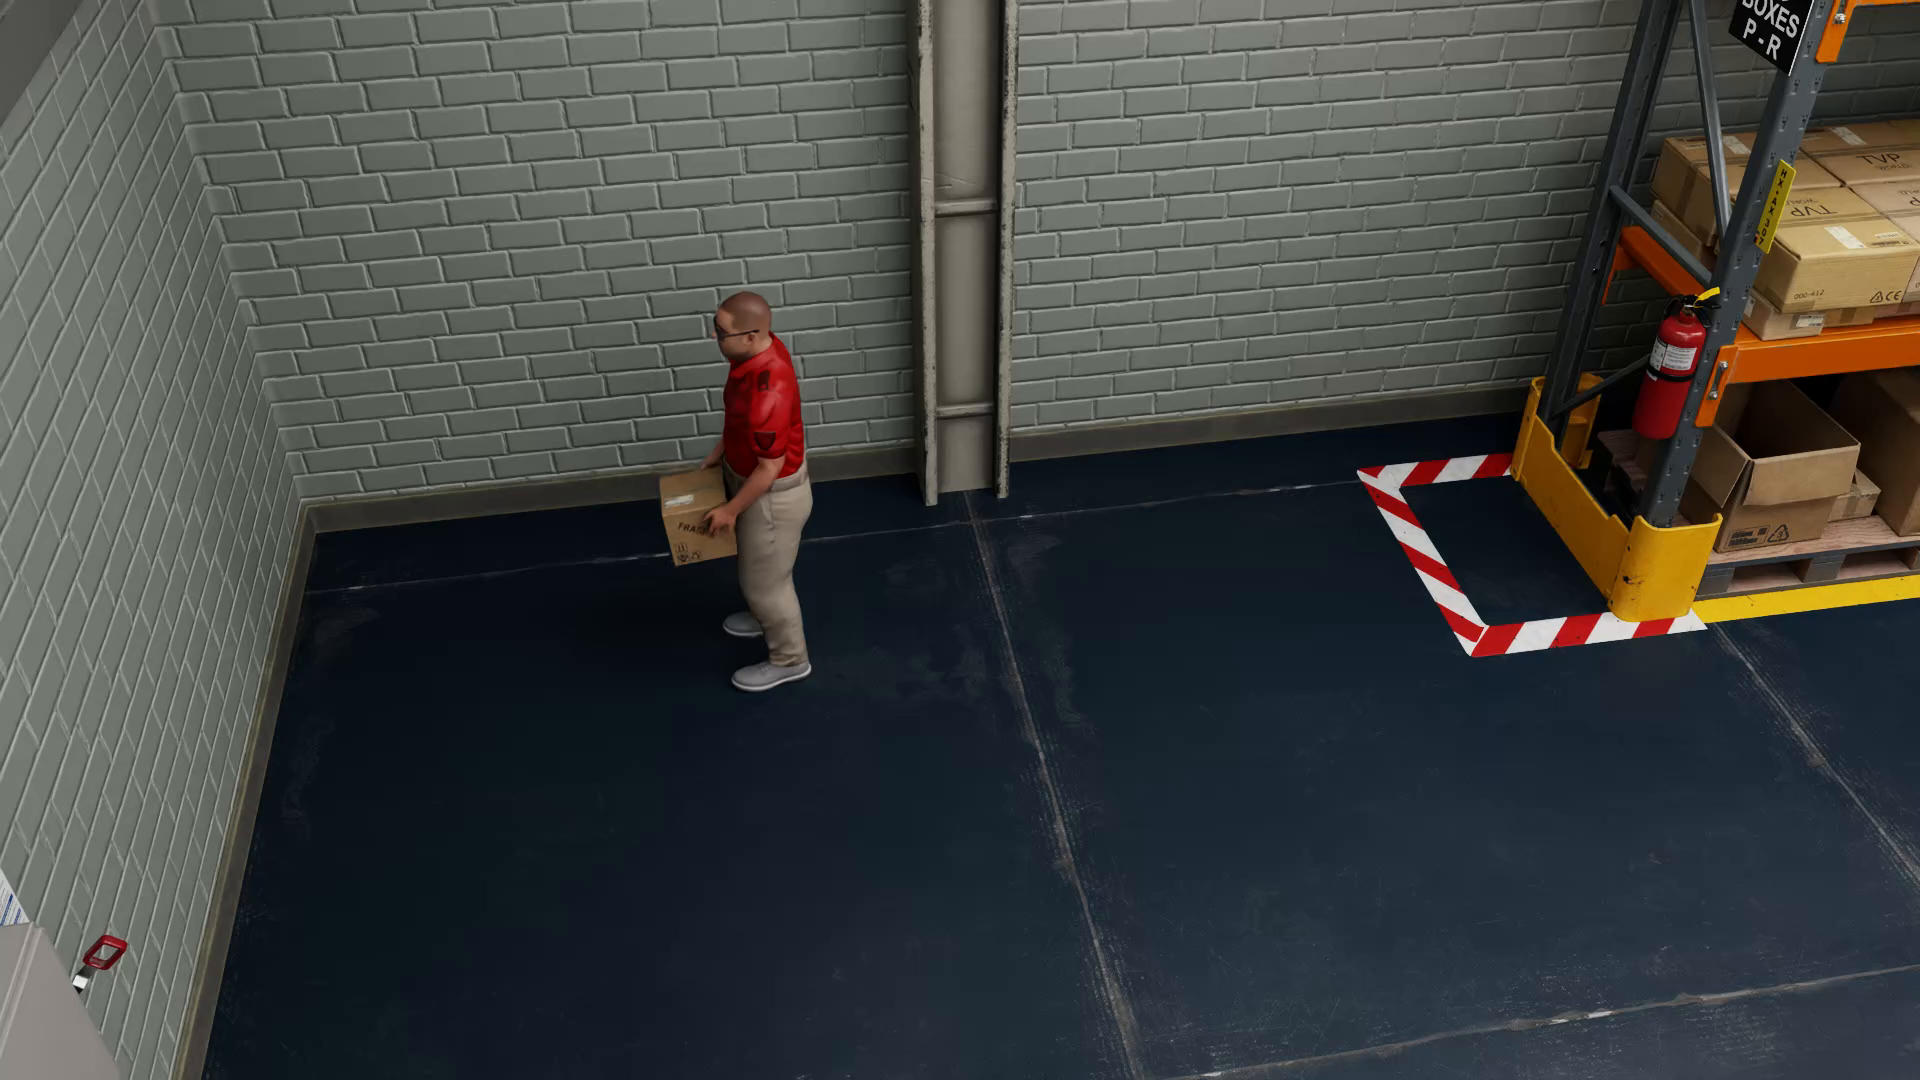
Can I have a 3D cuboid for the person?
[{"bbox_3d":[-0.791,-0.190,6.397,0.431,1.733,0.539,-7,39,-9],"label":"person"}]
